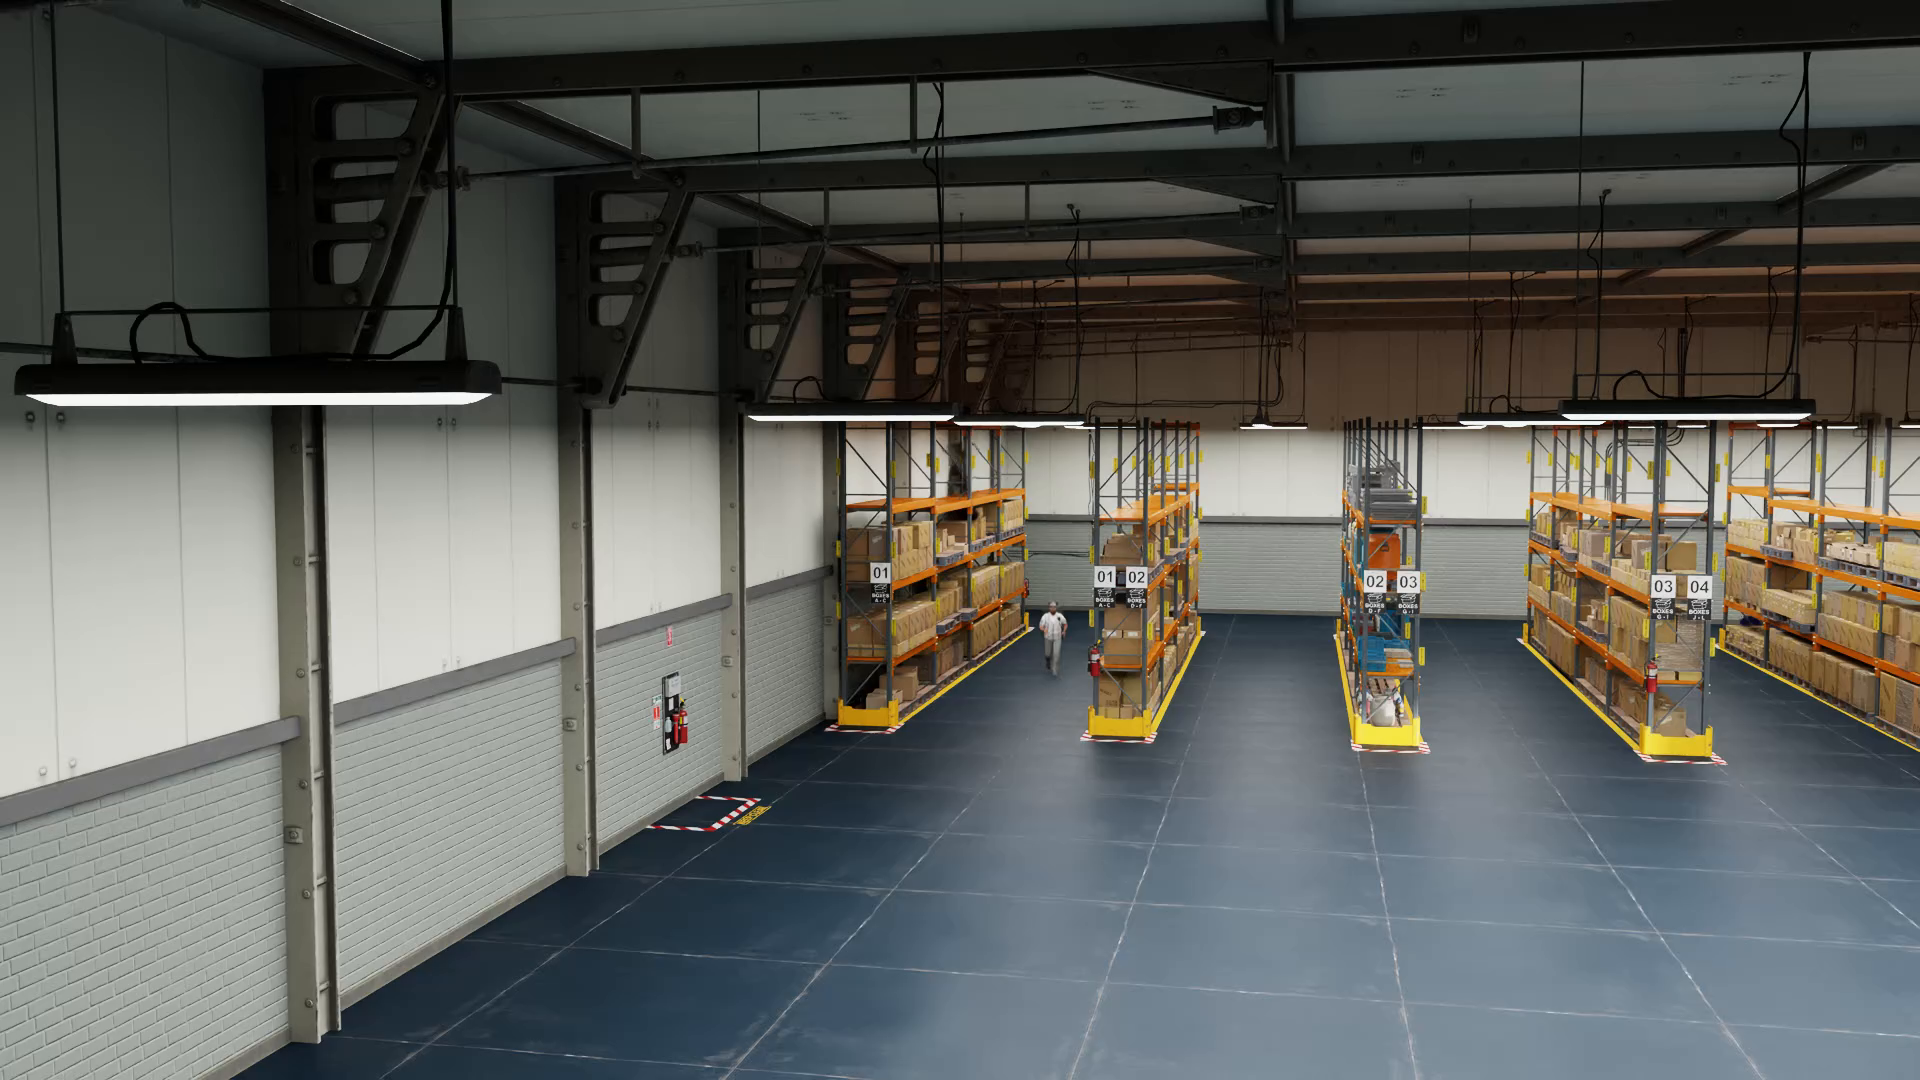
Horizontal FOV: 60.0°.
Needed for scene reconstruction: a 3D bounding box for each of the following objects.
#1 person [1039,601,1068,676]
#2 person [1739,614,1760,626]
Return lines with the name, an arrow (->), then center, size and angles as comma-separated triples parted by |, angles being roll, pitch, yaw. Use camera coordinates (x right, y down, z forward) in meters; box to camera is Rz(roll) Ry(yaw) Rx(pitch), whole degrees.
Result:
person -> 2.209, 2.301, 39.270 | 0.674, 1.740, 0.782 | 0, 4, 4
person -> 21.549, 2.029, 45.135 | 0.716, 1.614, 0.759 | 3, 4, 34
